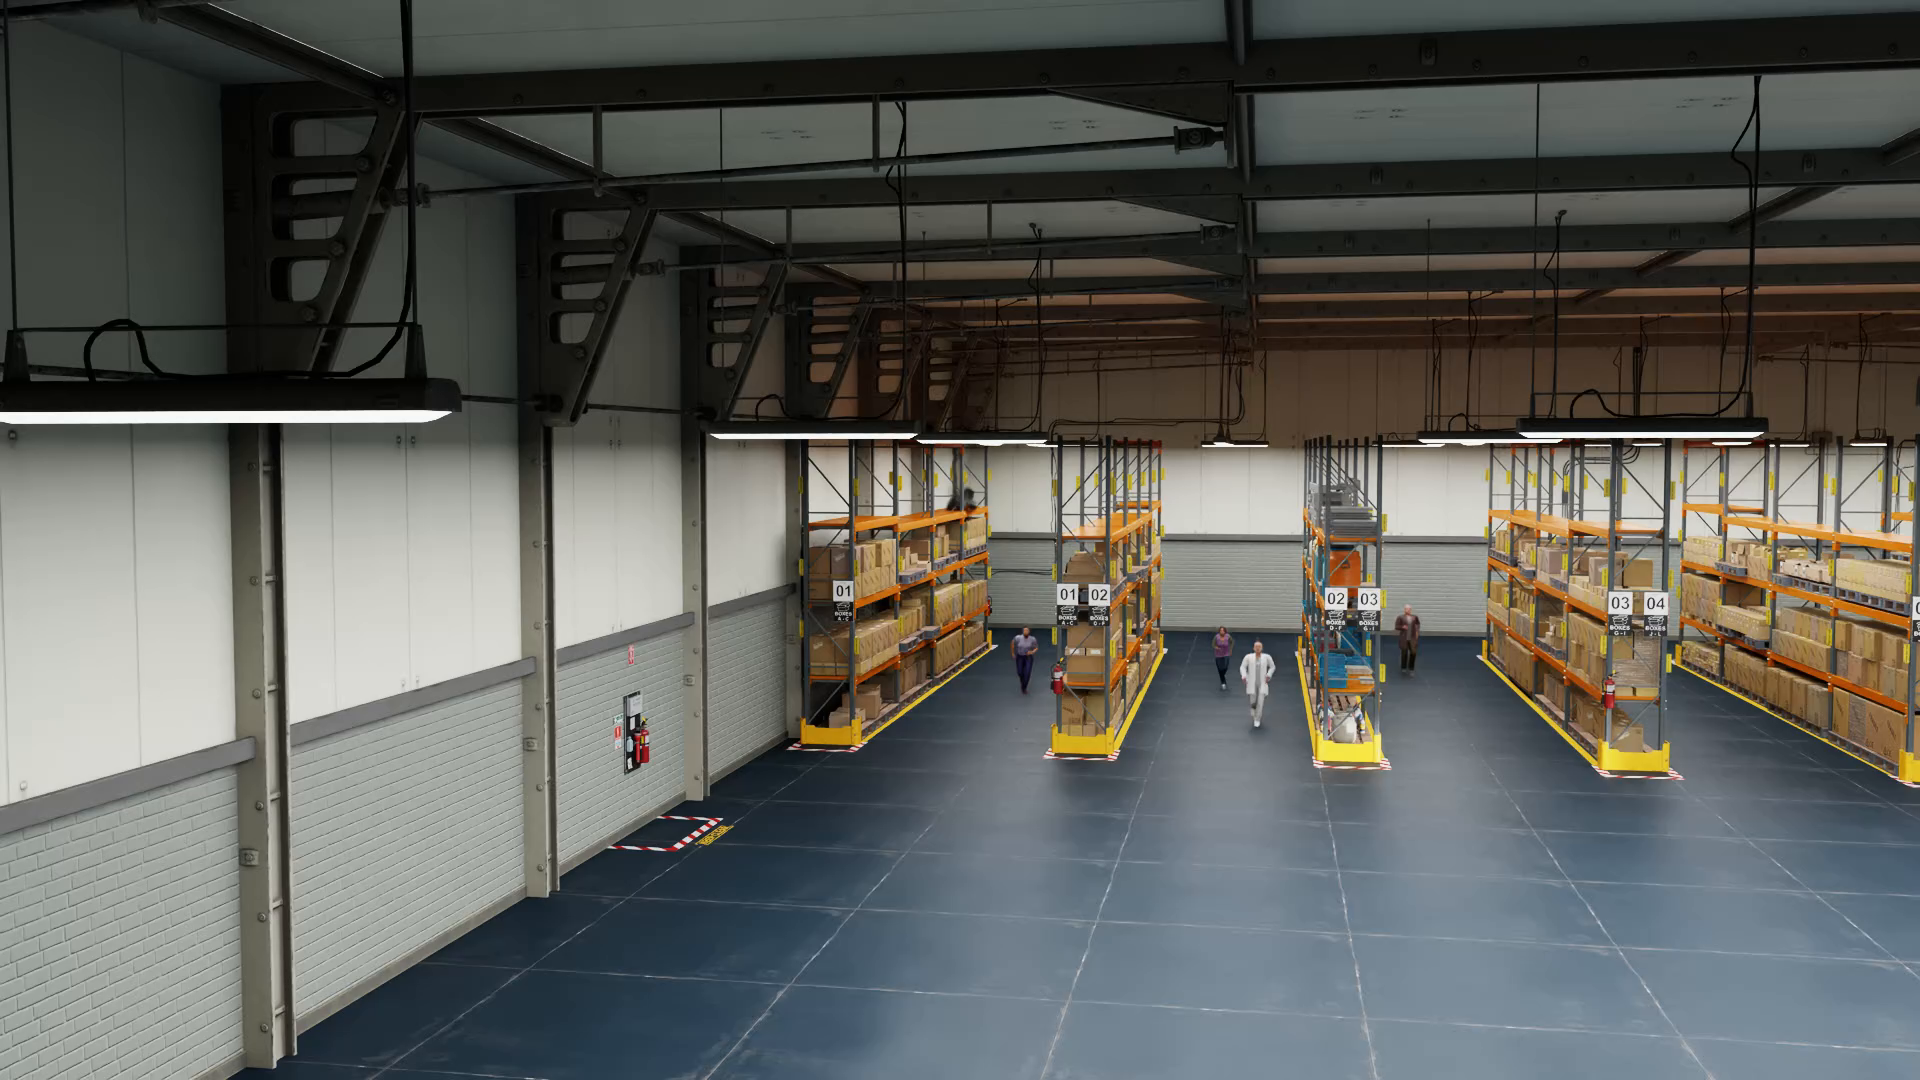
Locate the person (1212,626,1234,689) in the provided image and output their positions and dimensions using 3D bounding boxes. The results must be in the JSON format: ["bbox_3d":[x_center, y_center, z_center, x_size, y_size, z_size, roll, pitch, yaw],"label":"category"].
[{"bbox_3d":[6.291,2.814,39.789,0.518,1.537,0.639,1,3,11],"label":"person"}]

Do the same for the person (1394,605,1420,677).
[{"bbox_3d":[11.372,2.558,42.208,0.685,1.827,0.776,0,3,5],"label":"person"}]

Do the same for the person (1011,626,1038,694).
[{"bbox_3d":[1.511,2.838,39.119,0.645,1.576,0.624,0,3,5],"label":"person"}]

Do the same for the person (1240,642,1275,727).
[{"bbox_3d":[6.220,2.995,34.731,0.724,1.752,0.653,0,3,9],"label":"person"}]
